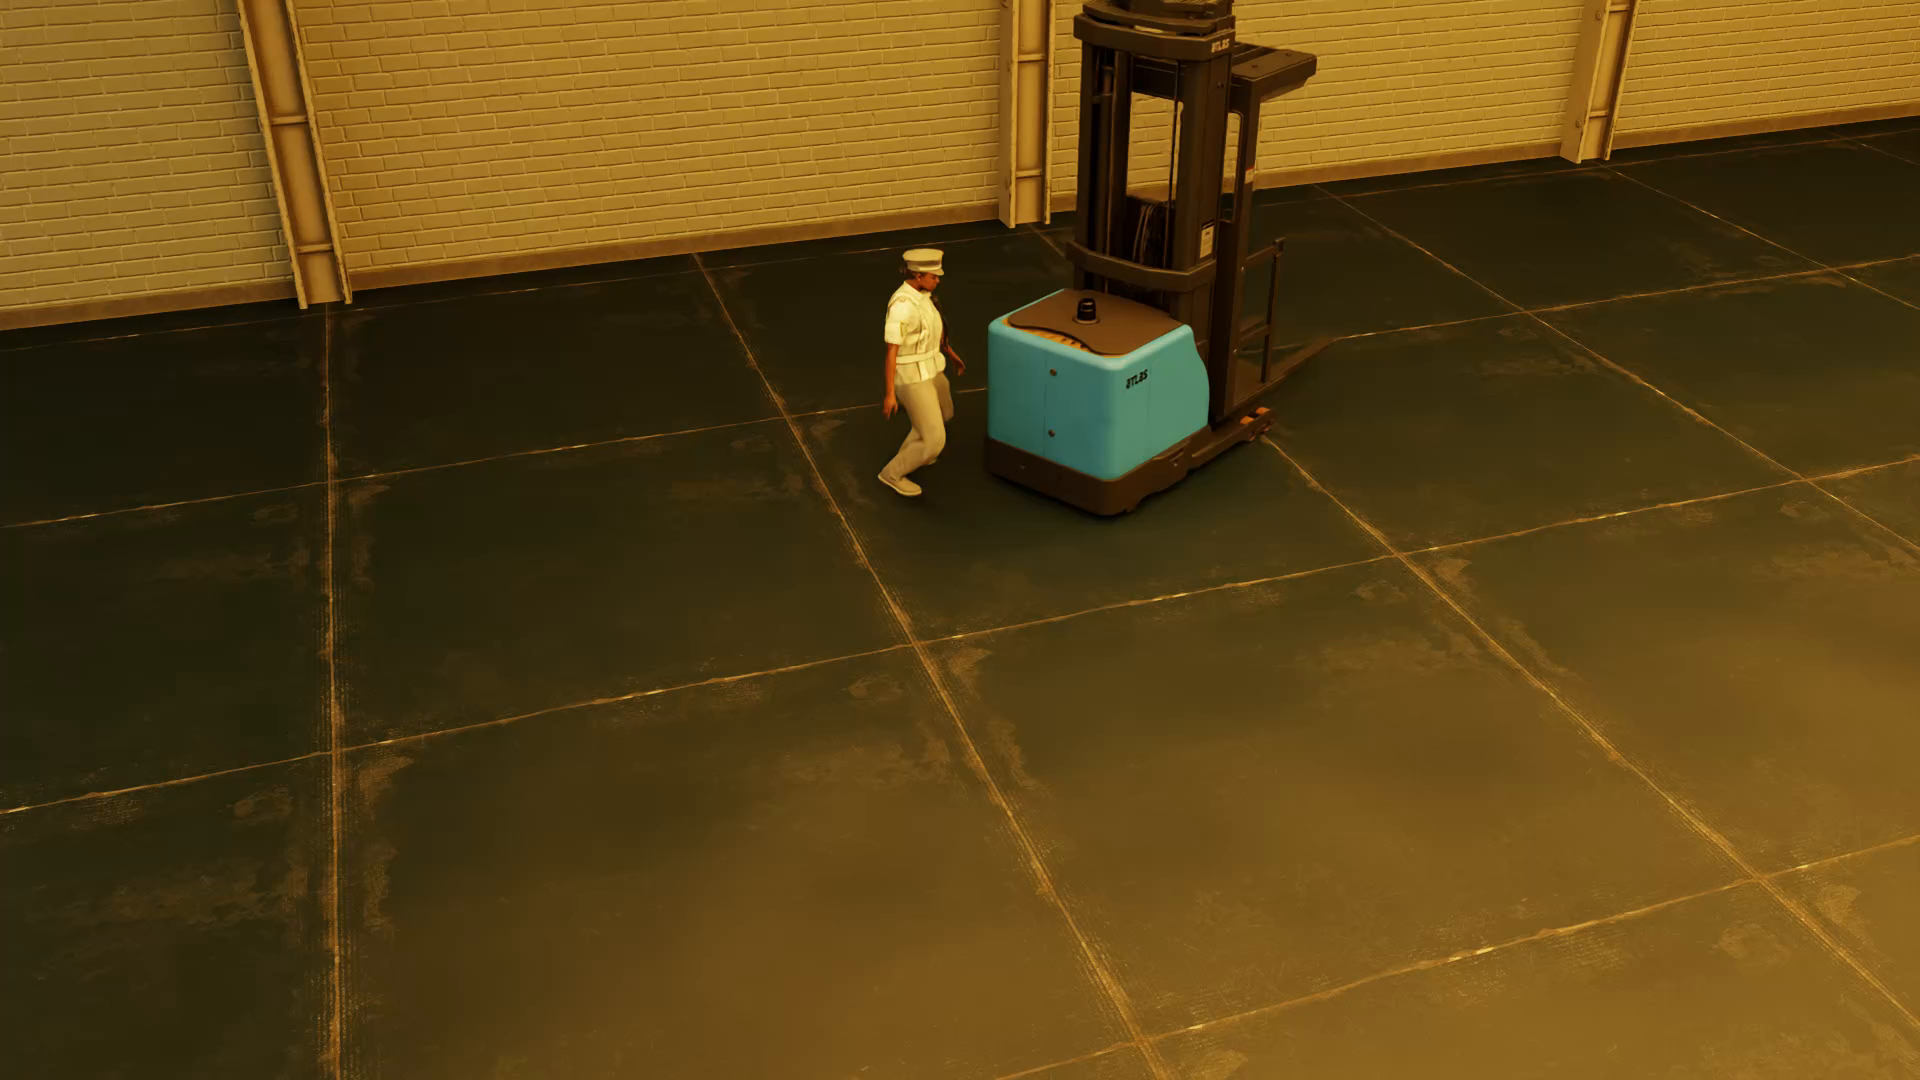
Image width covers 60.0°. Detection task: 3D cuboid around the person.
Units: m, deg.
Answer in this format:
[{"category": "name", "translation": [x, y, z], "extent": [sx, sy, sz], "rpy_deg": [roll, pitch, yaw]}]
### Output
[{"category": "person", "translation": [-0.247, -1.012, 10.247], "extent": [0.540, 1.566, 0.835], "rpy_deg": [11, 32, 19]}]

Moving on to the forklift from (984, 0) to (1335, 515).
[{"category": "forklift", "translation": [1.497, -2.078, 10.699], "extent": [1.130, 2.935, 3.031], "rpy_deg": [23, 37, 34]}]
